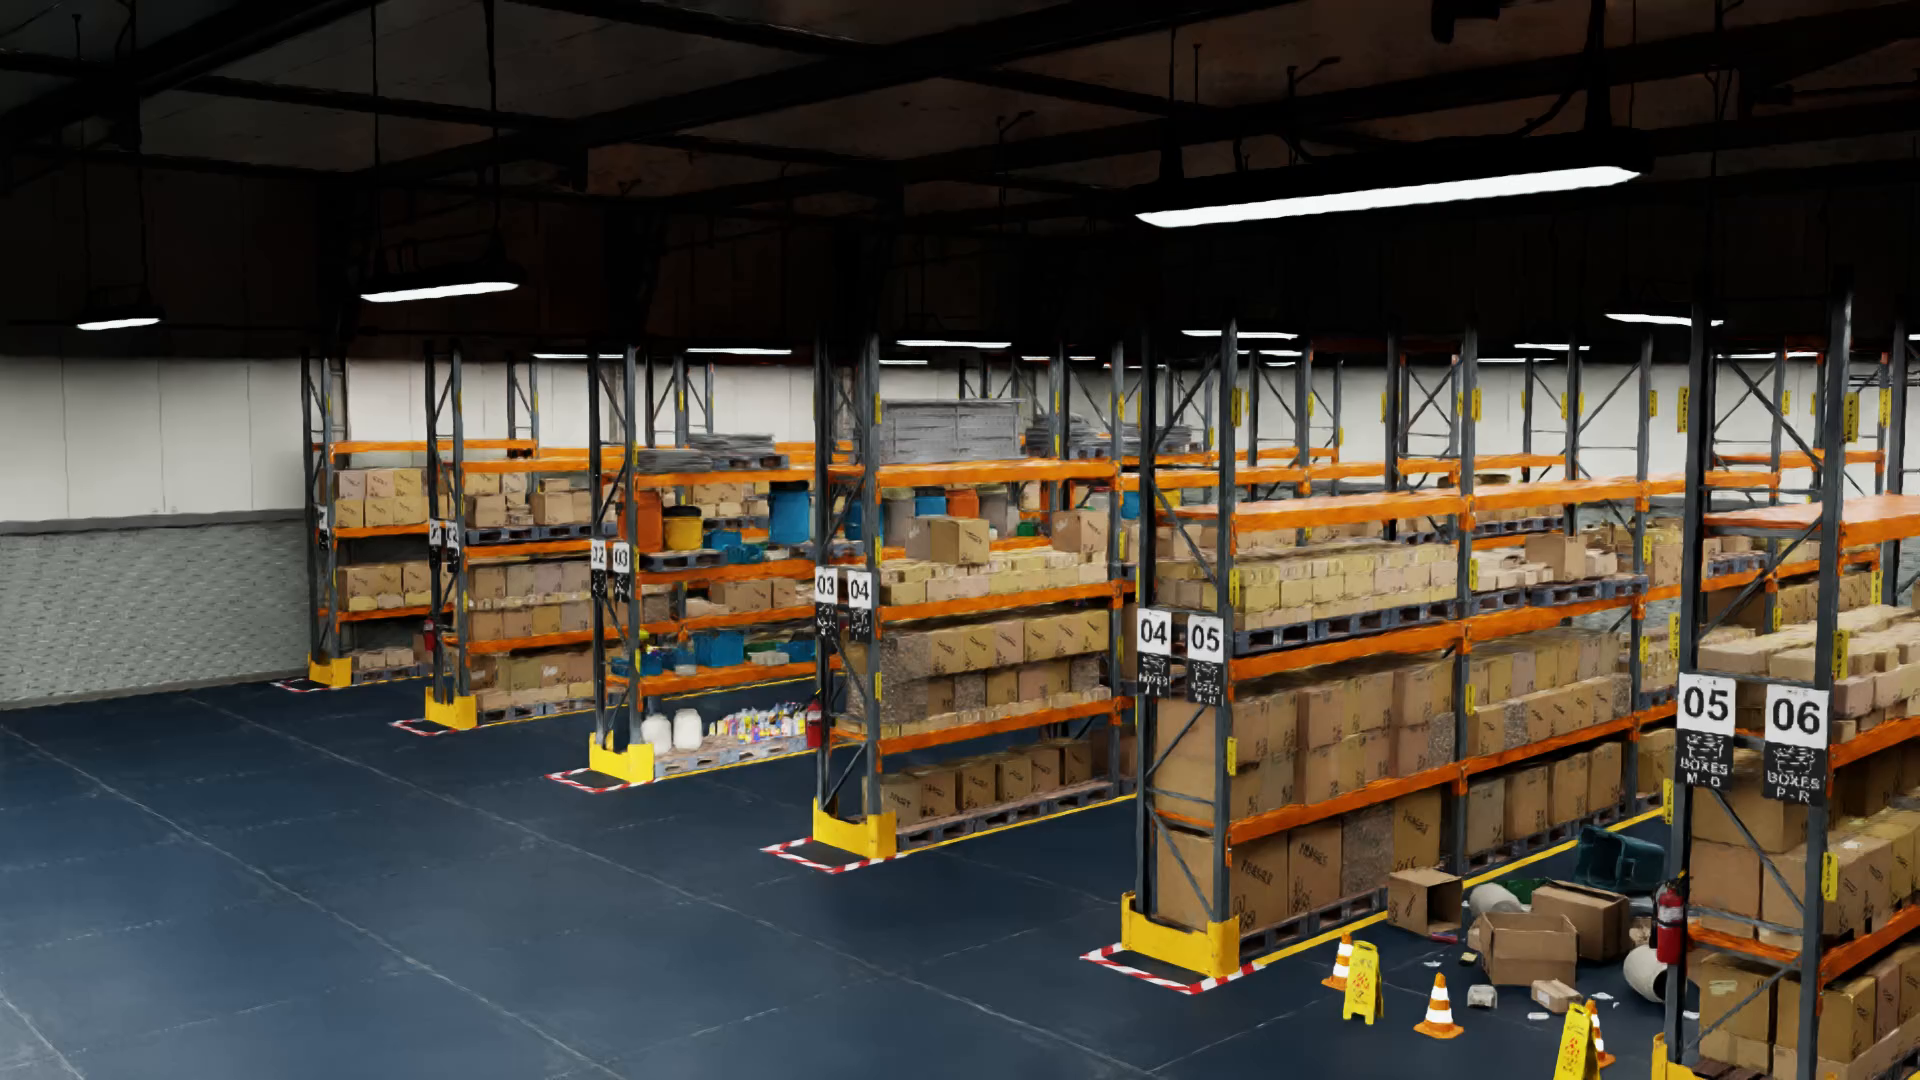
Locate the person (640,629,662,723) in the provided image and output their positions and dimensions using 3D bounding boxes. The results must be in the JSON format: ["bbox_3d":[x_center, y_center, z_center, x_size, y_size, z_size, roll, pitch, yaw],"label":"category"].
[{"bbox_3d":[-4.602,2.157,24.584,0.578,1.714,0.719,-5,7,-44],"label":"person"}]

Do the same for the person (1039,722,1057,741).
[{"bbox_3d":[1.264,2.258,23.158,0.641,1.718,0.581,-2,5,-18],"label":"person"}]
